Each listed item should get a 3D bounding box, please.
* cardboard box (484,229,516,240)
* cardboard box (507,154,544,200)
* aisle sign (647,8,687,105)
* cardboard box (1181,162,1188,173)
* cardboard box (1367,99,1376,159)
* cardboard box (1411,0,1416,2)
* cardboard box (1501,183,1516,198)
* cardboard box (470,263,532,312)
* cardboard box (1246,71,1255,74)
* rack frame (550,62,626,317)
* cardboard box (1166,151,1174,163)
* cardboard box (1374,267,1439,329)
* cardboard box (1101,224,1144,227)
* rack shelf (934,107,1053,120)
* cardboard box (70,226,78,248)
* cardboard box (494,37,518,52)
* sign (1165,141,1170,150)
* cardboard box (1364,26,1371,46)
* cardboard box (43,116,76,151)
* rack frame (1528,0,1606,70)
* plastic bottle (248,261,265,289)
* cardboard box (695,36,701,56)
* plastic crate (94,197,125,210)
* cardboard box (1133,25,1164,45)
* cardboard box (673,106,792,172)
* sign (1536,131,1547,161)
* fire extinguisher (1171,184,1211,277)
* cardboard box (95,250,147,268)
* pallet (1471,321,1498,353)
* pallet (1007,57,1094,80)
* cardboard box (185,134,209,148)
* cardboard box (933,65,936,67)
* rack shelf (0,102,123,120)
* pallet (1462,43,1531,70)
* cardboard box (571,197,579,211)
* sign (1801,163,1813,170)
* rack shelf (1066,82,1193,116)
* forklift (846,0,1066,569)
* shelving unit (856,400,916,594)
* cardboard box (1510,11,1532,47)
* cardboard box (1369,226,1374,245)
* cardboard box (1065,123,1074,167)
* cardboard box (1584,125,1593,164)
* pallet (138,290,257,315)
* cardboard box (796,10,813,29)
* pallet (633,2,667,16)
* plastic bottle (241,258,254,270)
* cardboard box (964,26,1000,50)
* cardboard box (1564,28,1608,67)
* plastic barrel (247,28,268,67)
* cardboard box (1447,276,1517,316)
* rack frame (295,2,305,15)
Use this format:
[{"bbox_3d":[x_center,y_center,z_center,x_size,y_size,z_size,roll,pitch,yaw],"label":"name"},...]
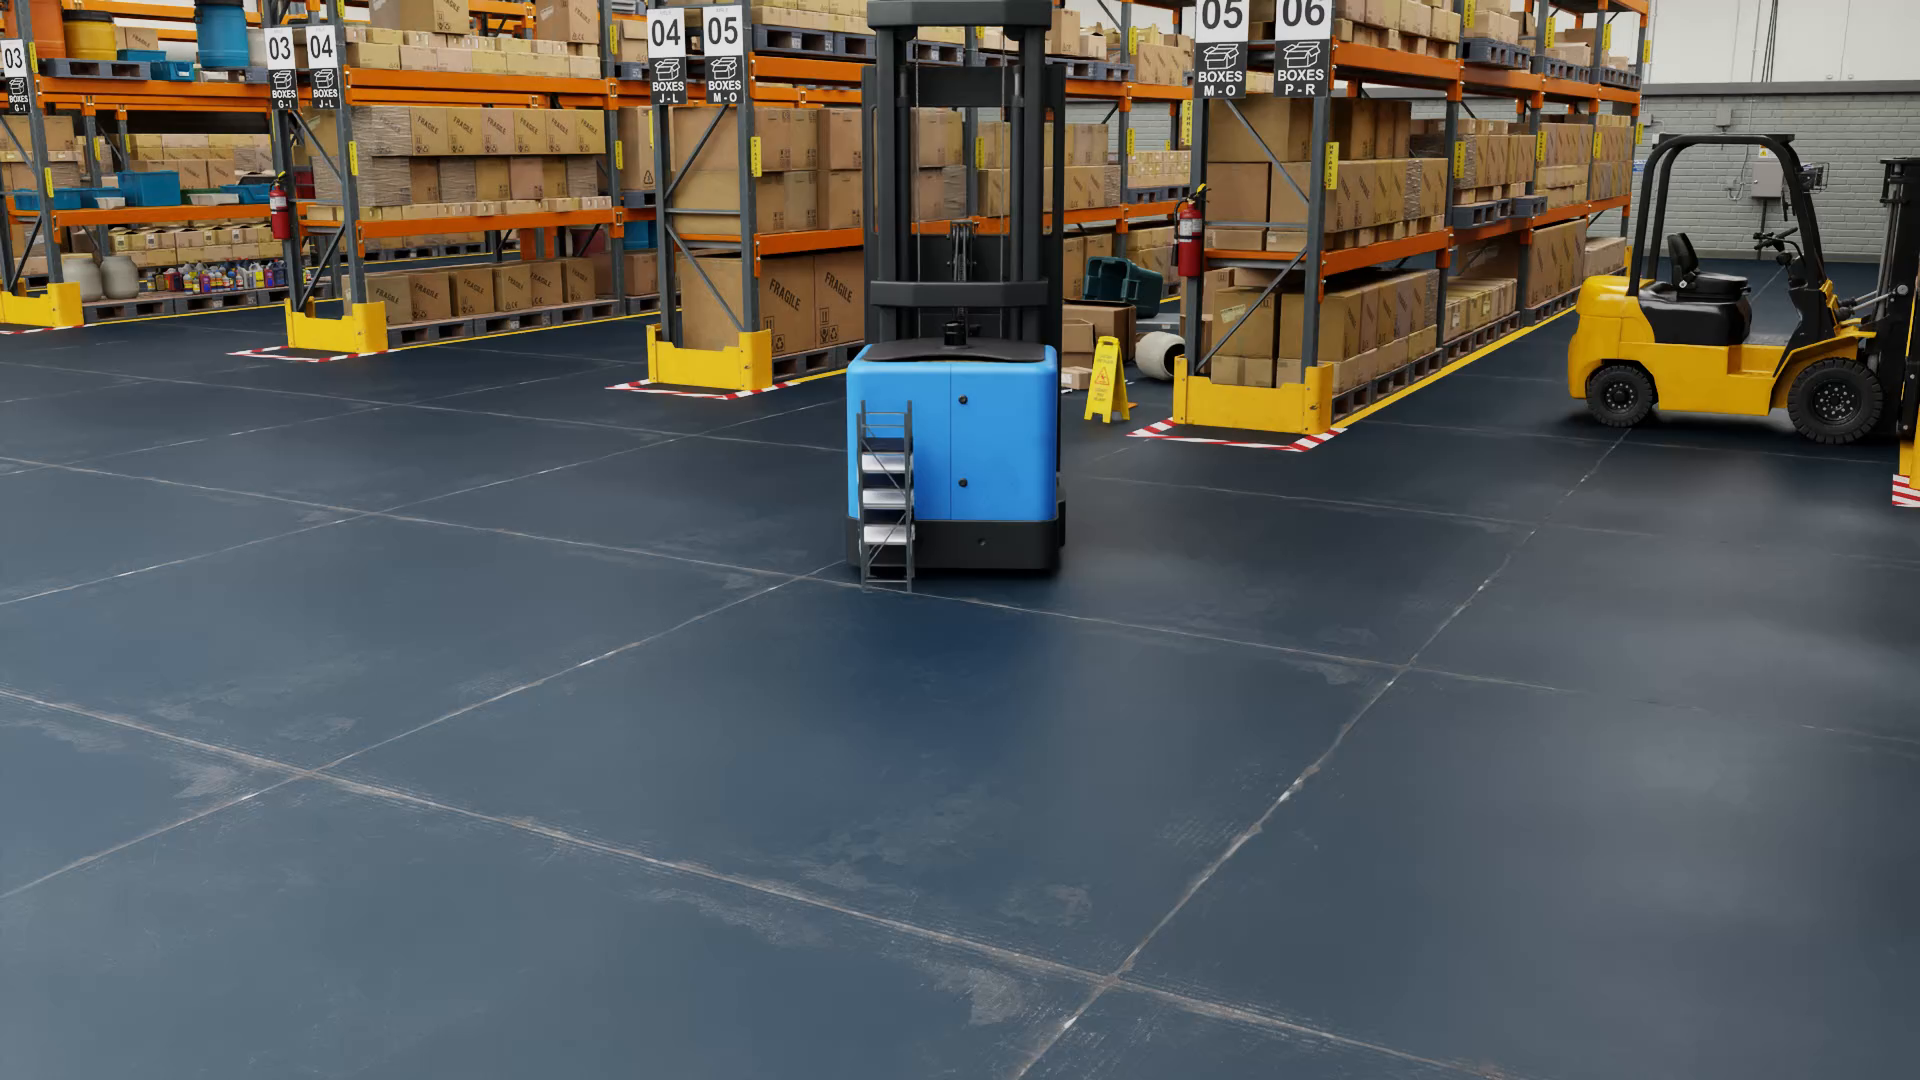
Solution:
[{"bbox_3d":[-8.981,-5.988,32.269,0.500,0.311,0.500,7,15,28],"label":"cardboard box"},{"bbox_3d":[-5.268,-4.150,19.001,0.875,0.500,0.500,7,15,28],"label":"cardboard box"},{"bbox_3d":[-2.508,-4.135,14.238,0.394,0.787,0.004,7,15,28],"label":"aisle sign"},{"bbox_3d":[2.936,-5.165,23.065,0.380,0.149,0.250,7,15,28],"label":"cardboard box"},{"bbox_3d":[3.170,-3.544,14.351,0.700,0.500,0.500,7,15,27],"label":"cardboard box"},{"bbox_3d":[3.477,-4.437,13.474,0.380,0.149,0.250,8,16,29],"label":"cardboard box"},{"bbox_3d":[5.688,-3.712,17.672,0.380,0.149,0.250,8,16,29],"label":"cardboard box"},{"bbox_3d":[-5.300,-2.912,19.149,0.500,0.500,0.500,6,15,23],"label":"cardboard box"},{"bbox_3d":[4.033,-7.014,24.578,0.500,0.250,0.500,8,16,30],"label":"cardboard box"},{"bbox_3d":[-4.570,-4.255,20.283,1.000,3.000,0.127,7,15,28],"label":"rack frame"},{"bbox_3d":[2.683,-5.207,22.602,0.380,0.149,0.250,8,16,30],"label":"cardboard box"},{"bbox_3d":[4.054,-2.213,15.181,0.500,0.500,0.500,7,15,27],"label":"cardboard box"},{"bbox_3d":[2.252,-4.224,22.991,0.500,0.250,0.500,8,16,29],"label":"cardboard box"},{"bbox_3d":[0.264,-7.415,28.526,1.077,0.370,4.000,7,15,28],"label":"rack shelf"},{"bbox_3d":[-16.298,-5.512,29.891,0.700,0.500,0.500,7,15,28],"label":"cardboard box"},{"bbox_3d":[-5.107,-5.464,18.366,0.380,0.149,0.250,8,16,31],"label":"cardboard box"},{"bbox_3d":[3.111,-5.794,24.821,0.100,0.325,0.005,7,15,28],"label":"sign"},{"bbox_3d":[2.920,-3.847,12.727,0.380,0.149,0.250,7,15,28],"label":"cardboard box"},{"bbox_3d":[-13.449,-5.966,24.398,0.700,0.500,0.500,7,15,28],"label":"cardboard box"},{"bbox_3d":[7.972,-7.690,21.731,1.000,3.000,0.127,7,15,28],"label":"rack frame"},{"bbox_3d":[-9.214,-3.472,21.748,0.144,0.351,0.185,7,15,28],"label":"plastic bottle"},{"bbox_3d":[-3.139,-6.493,21.886,0.500,0.500,0.500,8,16,29],"label":"cardboard box"},{"bbox_3d":[-10.126,-4.015,19.848,0.298,0.136,0.250,7,15,28],"label":"plastic crate"},{"bbox_3d":[2.431,-6.586,21.706,0.396,0.266,0.258,7,15,28],"label":"cardboard box"},{"bbox_3d":[-1.998,-3.521,14.616,0.875,0.550,0.550,7,15,28],"label":"cardboard box"},{"bbox_3d":[6.518,-4.418,18.657,0.100,0.325,0.005,7,15,28],"label":"sign"},{"bbox_3d":[1.712,-2.303,12.350,0.296,0.674,0.183,7,15,28],"label":"fire extinguisher"},{"bbox_3d":[-12.829,-4.300,25.442,0.500,0.250,0.500,7,15,27],"label":"cardboard box"},{"bbox_3d":[5.069,-2.188,17.658,1.003,0.211,1.213,7,15,28],"label":"pallet"},{"bbox_3d":[0.854,-5.492,19.415,1.003,0.211,1.213,8,16,31],"label":"pallet"},{"bbox_3d":[-14.702,-7.604,31.684,0.500,0.250,0.500,7,15,28],"label":"cardboard box"},{"bbox_3d":[-0.377,-7.823,27.361,0.700,0.500,0.500,6,15,25],"label":"cardboard box"},{"bbox_3d":[-16.612,-7.458,28.702,1.077,0.370,4.000,7,15,28],"label":"rack shelf"},{"bbox_3d":[4.995,-4.827,16.656,1.213,0.211,1.003,7,15,28],"label":"pallet"},{"bbox_3d":[-4.720,-3.961,19.599,0.380,0.149,0.250,7,15,28],"label":"cardboard box"},{"bbox_3d":[14.912,-6.426,29.491,0.329,0.494,0.001,7,15,28],"label":"sign"},{"bbox_3d":[2.623,-6.012,22.705,1.077,0.370,4.000,7,15,28],"label":"rack shelf"},{"bbox_3d":[0.032,-1.571,9.295,1.130,2.935,3.031,1,14,3],"label":"forklift"},{"bbox_3d":[-0.350,-0.202,7.907,0.258,0.900,0.210,1,21,3],"label":"shelving unit"},{"bbox_3d":[6.089,-5.760,19.009,0.797,0.503,0.637,6,15,25],"label":"cardboard box"},{"bbox_3d":[3.084,-2.438,13.283,0.380,0.149,0.250,8,16,30],"label":"cardboard box"},{"bbox_3d":[0.941,-4.727,19.895,0.700,0.500,0.500,7,15,27],"label":"cardboard box"},{"bbox_3d":[7.976,-5.188,21.807,0.500,0.500,0.500,8,16,30],"label":"cardboard box"},{"bbox_3d":[-9.856,-3.076,21.344,1.003,0.211,1.213,7,15,28],"label":"pallet"},{"bbox_3d":[-1.521,-4.578,14.650,0.380,0.149,0.250,7,15,28],"label":"cardboard box"},{"bbox_3d":[-5.412,-8.915,28.066,1.003,0.211,1.213,7,15,28],"label":"pallet"},{"bbox_3d":[-9.533,-3.607,22.310,0.144,0.351,0.185,7,15,28],"label":"plastic bottle"},{"bbox_3d":[0.233,-5.414,17.866,0.258,0.266,0.396,7,15,27],"label":"cardboard box"},{"bbox_3d":[8.440,-6.630,22.412,0.500,0.500,0.500,8,16,29],"label":"cardboard box"},{"bbox_3d":[-9.286,-6.467,21.923,0.421,0.512,0.421,0,14,0],"label":"plastic barrel"},{"bbox_3d":[5.756,-2.765,18.813,0.950,0.372,0.625,6,15,24],"label":"cardboard box"},{"bbox_3d":[-11.307,-9.115,27.643,1.000,3.000,0.127,7,15,28],"label":"rack frame"}]
